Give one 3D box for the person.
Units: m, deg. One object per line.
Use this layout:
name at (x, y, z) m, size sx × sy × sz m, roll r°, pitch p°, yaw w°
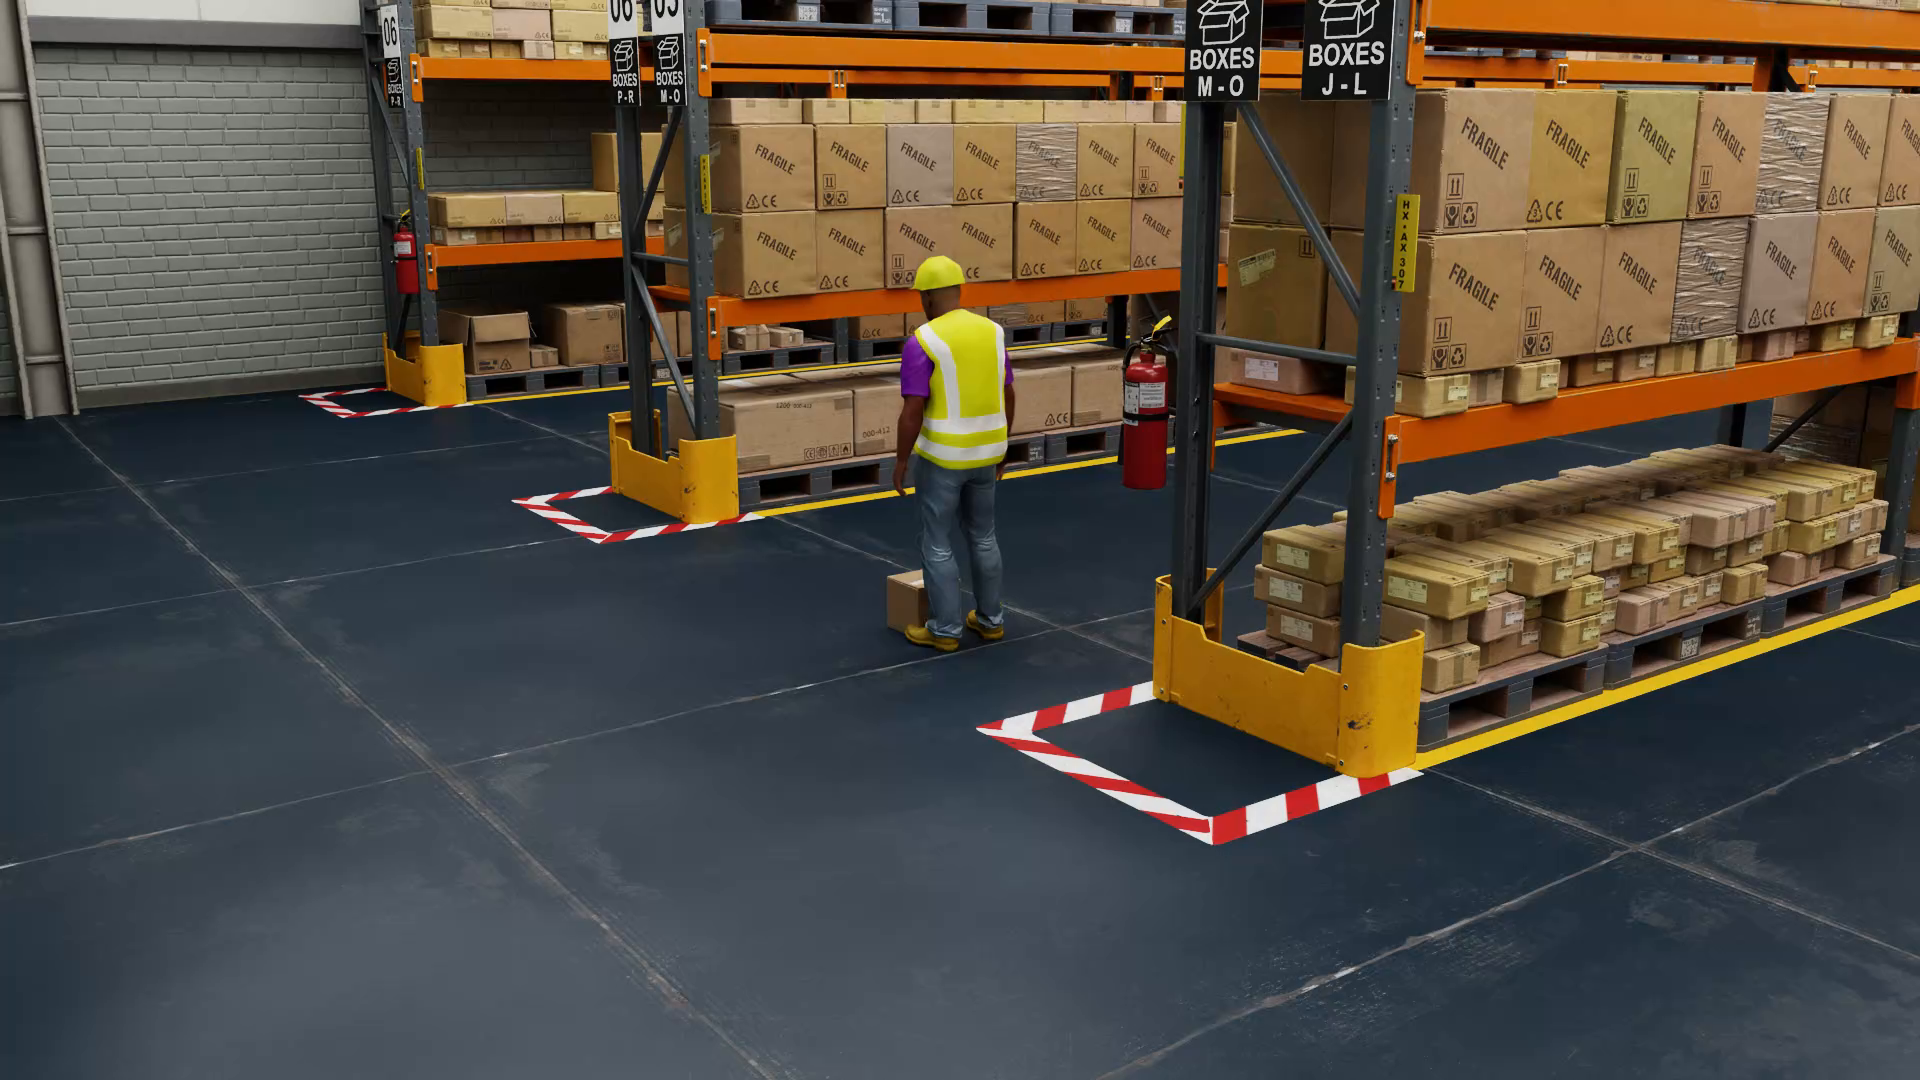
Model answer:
person at (-0.033, -0.388, 7.486) m, size 0.635 × 1.760 × 0.463 m, roll -11°, pitch 18°, yaw -36°
